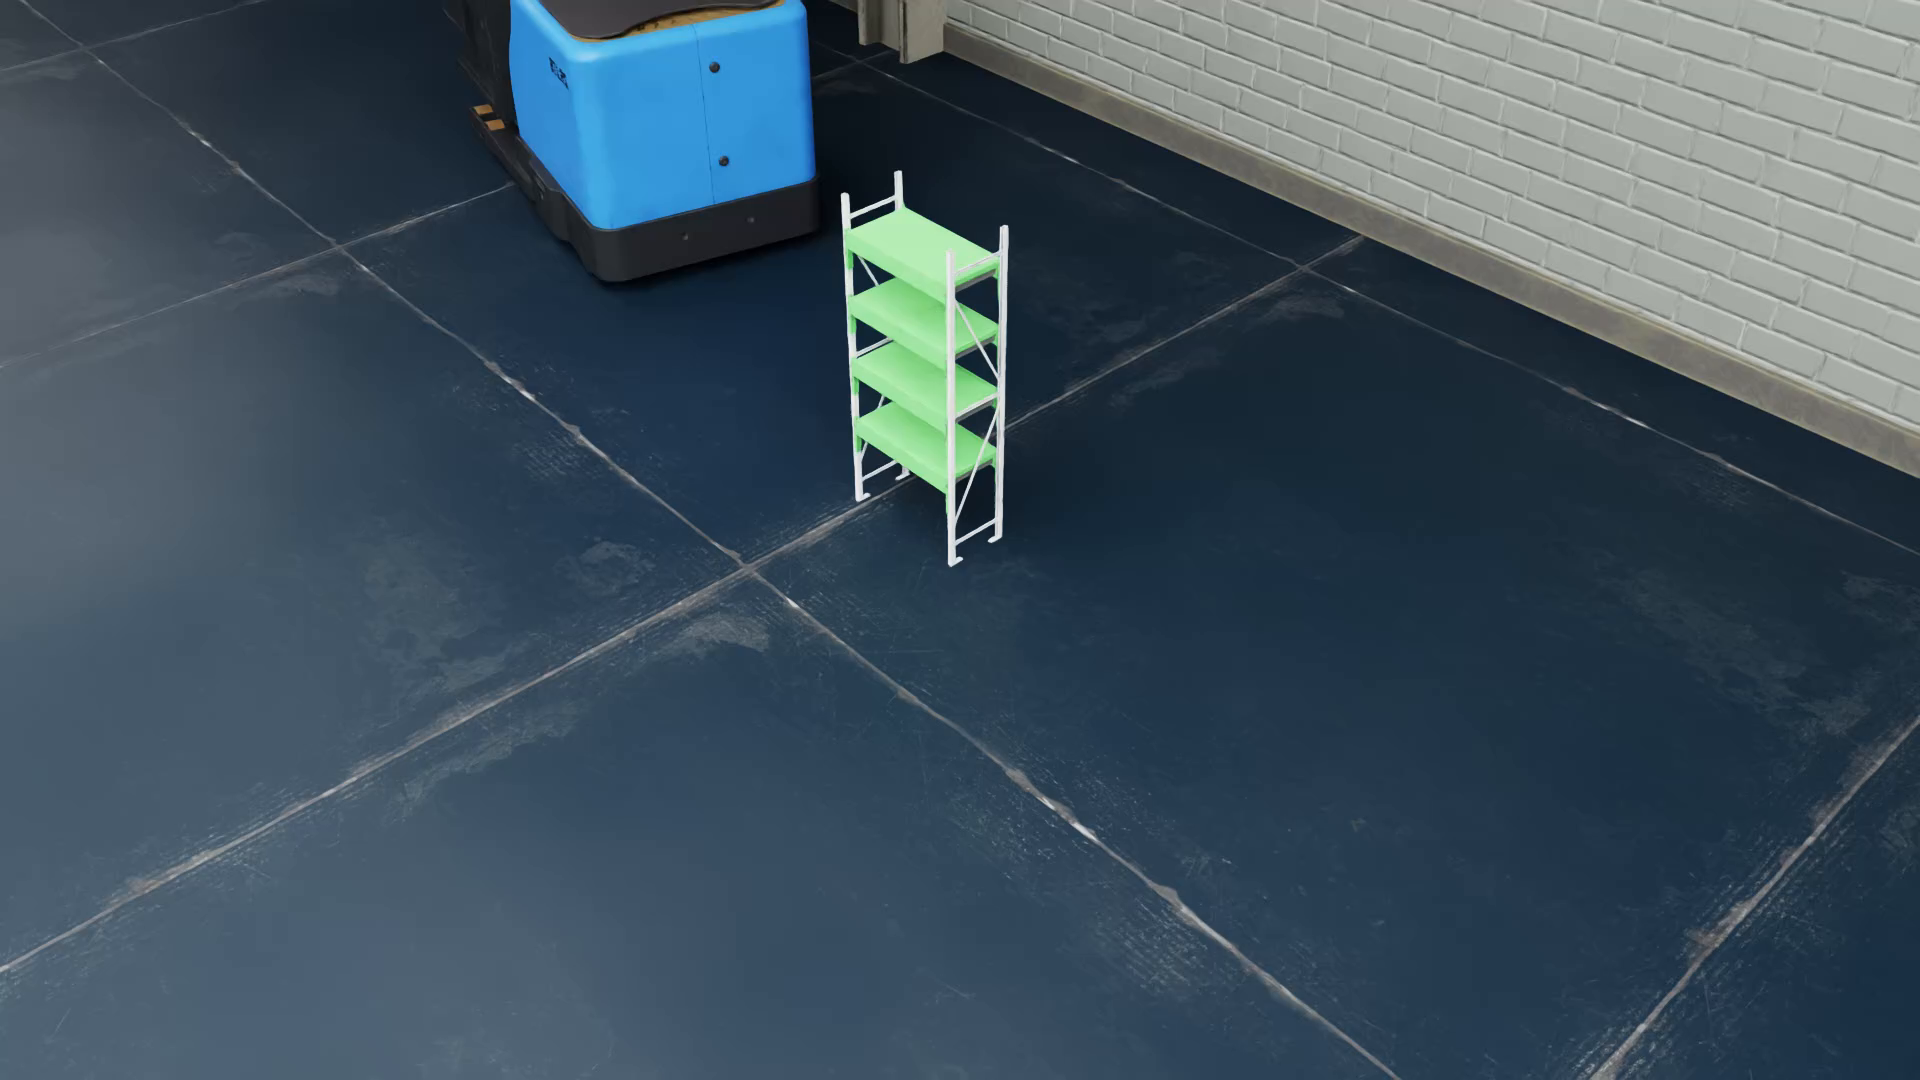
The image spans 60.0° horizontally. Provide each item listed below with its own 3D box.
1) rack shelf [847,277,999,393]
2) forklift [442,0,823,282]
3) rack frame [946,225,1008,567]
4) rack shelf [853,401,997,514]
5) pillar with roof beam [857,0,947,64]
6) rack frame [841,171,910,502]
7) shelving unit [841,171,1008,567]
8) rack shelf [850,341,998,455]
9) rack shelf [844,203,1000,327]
[{"bbox_3d":[-0.112,-0.680,5.357,0.258,0.148,0.480,-30,48,-32],"label":"rack shelf"},{"bbox_3d":[-1.763,-3.134,7.298,1.130,2.935,3.031,-19,43,-22],"label":"forklift"},{"bbox_3d":[0.053,-0.430,5.328,0.240,1.200,0.015,-30,48,-32],"label":"rack frame"},{"bbox_3d":[-0.112,-0.307,5.659,0.258,0.148,0.480,-30,48,-32],"label":"rack shelf"},{"bbox_3d":[-3.482,-4.375,4.005,9.100,9.000,0.400,-30,48,-32],"label":"pillar with roof beam"},{"bbox_3d":[-0.277,-0.656,5.608,0.240,1.200,0.015,-30,48,-32],"label":"rack frame"},{"bbox_3d":[-0.112,-0.543,5.468,0.258,1.200,0.503,-30,48,-32],"label":"shelving unit"},{"bbox_3d":[-0.112,-0.494,5.508,0.258,0.148,0.480,-30,48,-32],"label":"rack shelf"},{"bbox_3d":[-0.112,-0.867,5.206,0.258,0.148,0.480,-30,48,-32],"label":"rack shelf"}]
